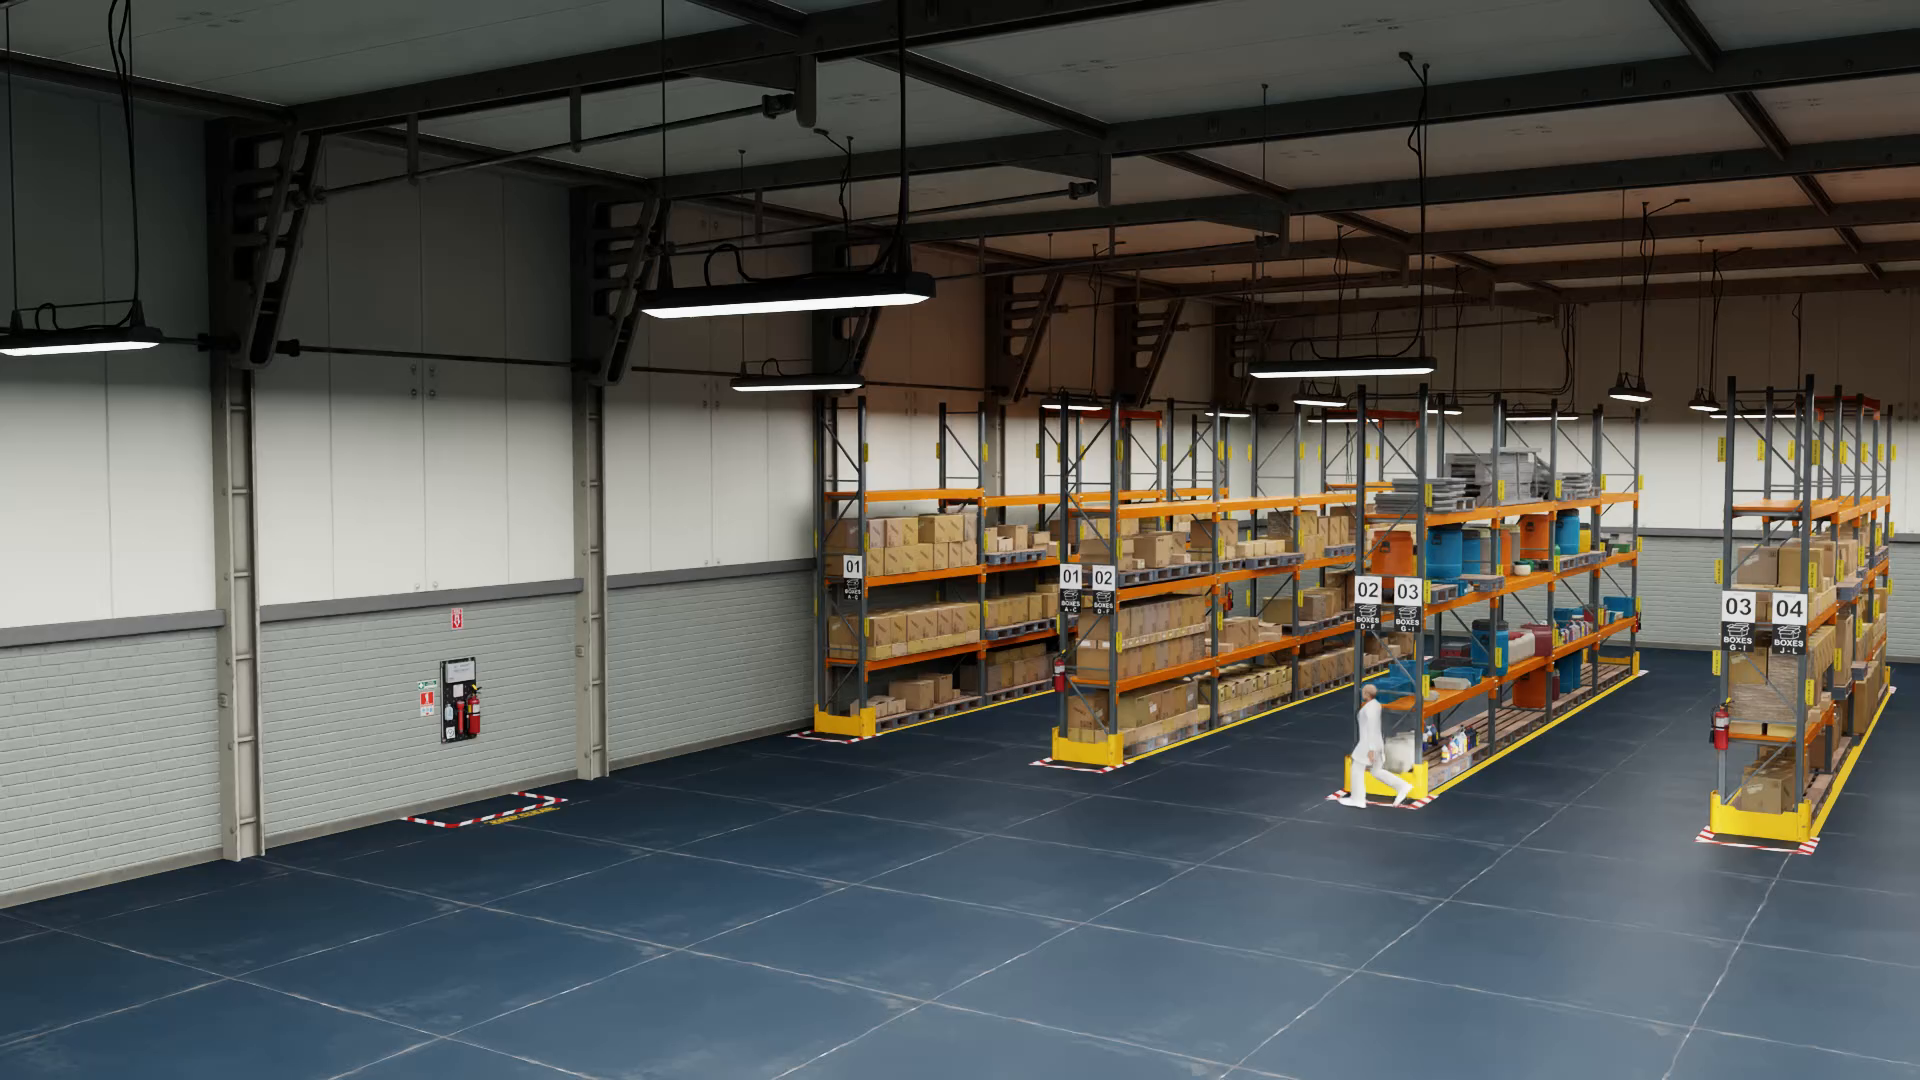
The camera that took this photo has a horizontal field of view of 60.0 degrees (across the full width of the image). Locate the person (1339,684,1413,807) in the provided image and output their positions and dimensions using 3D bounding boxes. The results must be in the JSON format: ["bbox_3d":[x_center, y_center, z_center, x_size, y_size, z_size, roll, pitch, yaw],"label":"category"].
[{"bbox_3d":[5.855,2.893,23.383,1.001,1.739,0.637,1,3,25],"label":"person"}]
